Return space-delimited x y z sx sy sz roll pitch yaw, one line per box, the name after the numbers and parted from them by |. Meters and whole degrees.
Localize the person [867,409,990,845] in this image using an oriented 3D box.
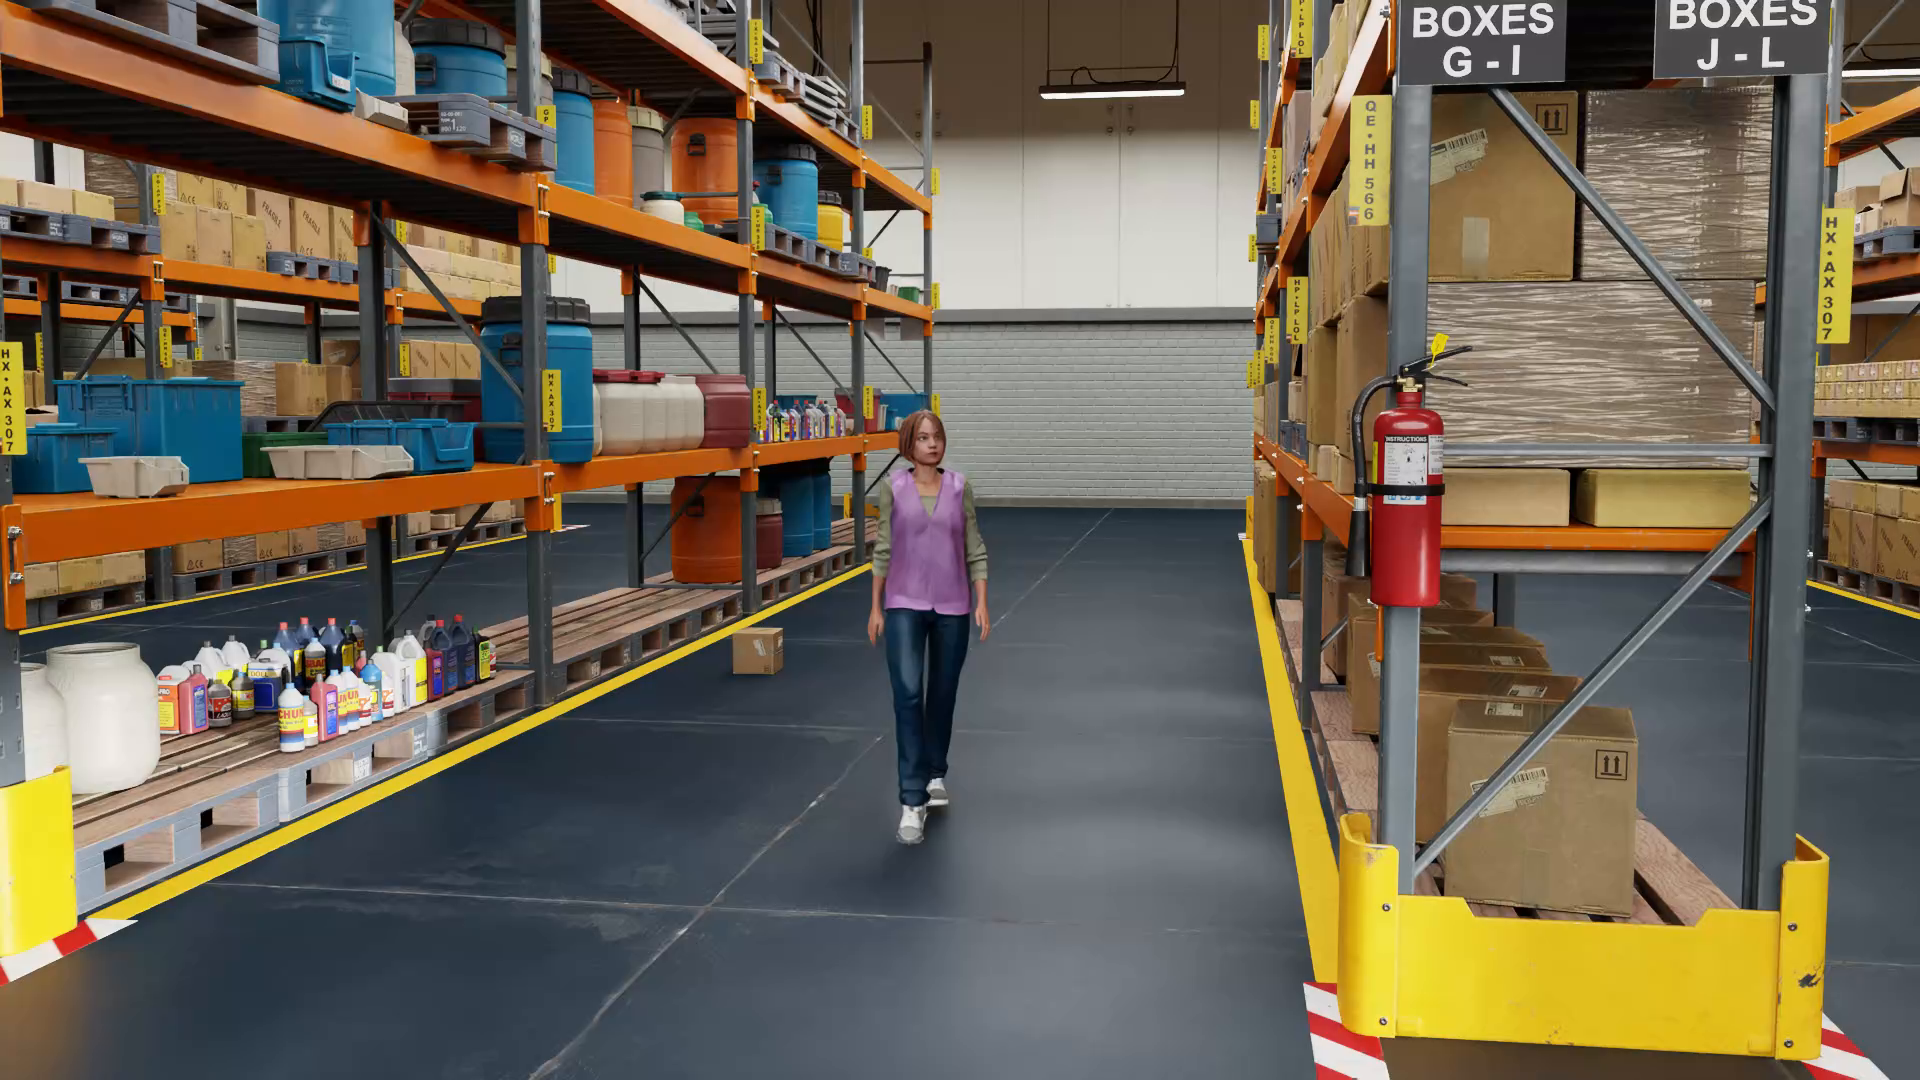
-0.112 0.309 6.425 0.454 1.628 0.667 -1 5 -10 | person
